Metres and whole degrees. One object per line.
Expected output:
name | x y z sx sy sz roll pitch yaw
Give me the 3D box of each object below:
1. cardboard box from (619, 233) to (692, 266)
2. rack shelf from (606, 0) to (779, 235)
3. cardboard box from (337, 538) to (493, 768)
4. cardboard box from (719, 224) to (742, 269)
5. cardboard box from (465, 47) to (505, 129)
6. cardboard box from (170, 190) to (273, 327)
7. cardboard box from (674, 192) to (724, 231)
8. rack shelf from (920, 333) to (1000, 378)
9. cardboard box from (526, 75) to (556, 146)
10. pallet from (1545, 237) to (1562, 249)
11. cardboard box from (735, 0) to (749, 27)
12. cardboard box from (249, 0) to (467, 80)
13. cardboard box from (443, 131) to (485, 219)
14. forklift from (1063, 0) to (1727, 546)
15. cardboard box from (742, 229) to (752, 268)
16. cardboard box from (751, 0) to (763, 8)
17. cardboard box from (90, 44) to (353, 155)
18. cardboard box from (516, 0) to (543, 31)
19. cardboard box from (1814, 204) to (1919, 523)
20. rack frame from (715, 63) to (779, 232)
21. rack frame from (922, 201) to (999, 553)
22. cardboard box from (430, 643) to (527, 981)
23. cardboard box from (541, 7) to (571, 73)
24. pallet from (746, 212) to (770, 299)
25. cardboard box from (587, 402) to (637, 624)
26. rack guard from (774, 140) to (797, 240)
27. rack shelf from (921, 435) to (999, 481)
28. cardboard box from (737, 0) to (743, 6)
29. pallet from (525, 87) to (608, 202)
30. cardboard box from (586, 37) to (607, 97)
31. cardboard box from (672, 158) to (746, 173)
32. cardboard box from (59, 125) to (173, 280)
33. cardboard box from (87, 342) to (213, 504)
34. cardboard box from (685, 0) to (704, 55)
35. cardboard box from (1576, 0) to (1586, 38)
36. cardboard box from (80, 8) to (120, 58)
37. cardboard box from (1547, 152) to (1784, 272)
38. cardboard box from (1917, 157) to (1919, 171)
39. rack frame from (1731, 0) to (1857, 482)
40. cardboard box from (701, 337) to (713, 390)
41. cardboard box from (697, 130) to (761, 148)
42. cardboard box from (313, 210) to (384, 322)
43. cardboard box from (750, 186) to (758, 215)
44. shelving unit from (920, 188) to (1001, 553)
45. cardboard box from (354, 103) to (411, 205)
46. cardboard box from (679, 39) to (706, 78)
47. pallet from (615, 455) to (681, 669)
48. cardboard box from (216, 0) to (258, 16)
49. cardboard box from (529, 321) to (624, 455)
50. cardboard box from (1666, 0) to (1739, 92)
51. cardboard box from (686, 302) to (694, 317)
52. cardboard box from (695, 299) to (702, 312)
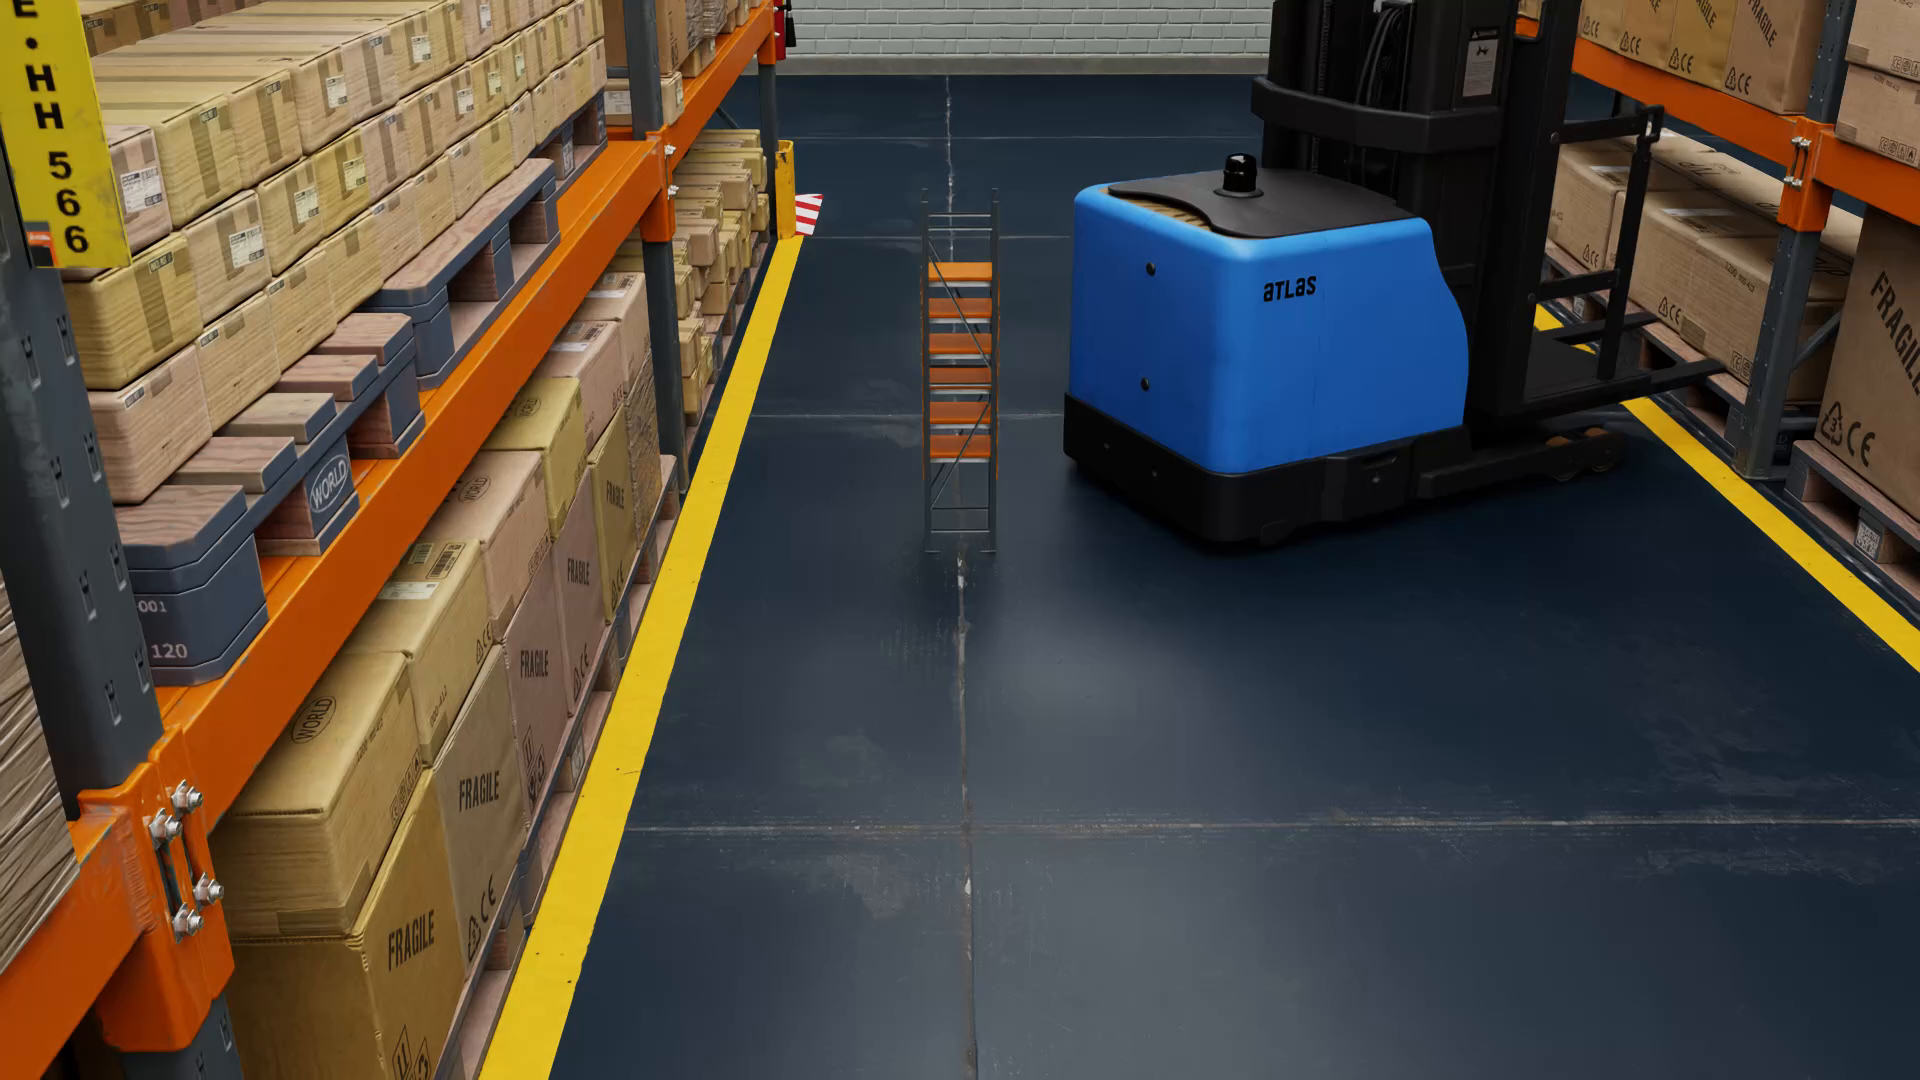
cardboard box | -1.326 -1.180 6.946 0.380 0.149 0.250 -1 24 -2
rack shelf | -1.530 -2.045 7.504 1.077 0.370 4.000 0 24 -1
cardboard box | -1.235 0.212 3.256 0.500 0.250 0.500 -1 24 -1
cardboard box | -1.219 -1.362 7.710 0.380 0.149 0.250 0 24 0
cardboard box | -1.288 -1.054 3.876 0.380 0.149 0.250 0 24 0
cardboard box | -1.274 -0.424 2.482 0.380 0.149 0.250 1 24 2
cardboard box | -1.296 -1.499 7.652 0.380 0.149 0.250 0 24 0
rack shelf | 0.000 -0.610 5.458 0.258 0.103 0.180 0 24 -1
cardboard box | -1.299 -1.149 4.447 0.380 0.149 0.250 -1 24 -3
pallet | 3.484 -1.661 9.166 1.003 0.211 1.213 0 24 -1
cardboard box | -1.256 -2.638 8.248 0.380 0.149 0.250 0 24 1
cardboard box | -1.290 -1.084 3.579 0.380 0.149 0.250 -1 24 -1
cardboard box | -1.285 -0.816 3.709 0.380 0.149 0.250 -1 24 -2
forklift | 1.936 -1.733 6.025 3.031 2.935 1.130 -13 27 -26
cardboard box | -1.235 -1.452 8.270 0.380 0.149 0.250 -1 24 -3
cardboard box | -1.265 -2.949 8.935 0.380 0.149 0.250 0 24 0
cardboard box | -1.282 -0.760 2.864 0.380 0.149 0.250 -1 24 -3
cardboard box | -1.300 -1.406 4.293 0.380 0.149 0.250 0 24 -1
cardboard box | 3.528 -0.580 5.462 0.875 0.875 0.875 0 24 1
rack frame | -1.551 -3.197 9.178 1.000 3.000 0.127 0 24 -1
rack frame | 0.001 -0.503 5.406 0.240 1.200 0.006 0 24 -1
cardboard box | -1.226 0.548 3.423 0.500 0.500 0.500 0 24 0
cardboard box | -1.302 -1.387 4.611 0.380 0.149 0.250 1 24 2
pallet | -1.577 -1.560 8.943 1.003 0.211 1.213 0 24 -1
cardboard box | -1.243 -0.085 4.823 0.500 0.500 0.500 -1 24 -2
rack guard | -1.551 -2.026 9.624 1.175 0.500 0.348 0 24 -1
rack shelf | 0.000 -0.282 5.607 0.258 0.103 0.180 0 24 -1
cardboard box | -1.274 -2.772 7.758 0.500 0.500 0.500 0 24 0
pallet | -1.645 -1.145 4.875 1.003 0.211 1.213 0 24 -1
cardboard box | -1.306 -1.462 5.139 0.380 0.149 0.250 -1 24 -2
cardboard box | -1.278 -1.826 8.375 0.380 0.149 0.250 -1 24 -3
cardboard box | -1.276 -0.441 2.159 0.380 0.149 0.250 0 24 0
cardboard box | -1.267 -0.162 2.264 0.380 0.149 0.250 -1 24 -1
cardboard box | -1.274 -2.138 6.356 0.500 0.500 0.500 0 24 -1
cardboard box | 3.136 -2.689 7.934 0.500 0.500 0.500 0 24 -1
cardboard box | -1.940 -0.981 3.352 0.380 0.149 0.250 1 24 2
cardboard box | 3.523 -1.636 8.326 0.875 0.438 0.875 0 24 1
cardboard box | 3.189 -1.148 4.831 0.500 0.250 0.500 -1 24 -2
rack frame | 3.441 -1.612 5.675 1.000 3.000 0.127 0 24 -1
cardboard box | -1.193 -0.702 6.612 0.380 0.149 0.250 0 24 1
cardboard box | -1.292 -2.143 9.076 0.380 0.149 0.250 0 24 0
cardboard box | -1.278 -0.495 3.000 0.380 0.149 0.250 1 24 2
cardboard box | -1.253 -1.794 8.666 0.380 0.149 0.250 -1 24 -3
shelving unit | 0.000 -0.541 5.490 0.258 1.200 0.189 0 24 -1
cardboard box | -1.285 -0.741 3.182 0.380 0.149 0.250 0 24 0
cardboard box | -1.251 -1.984 6.802 0.380 0.149 0.250 0 24 0
pallet | -1.498 0.043 5.399 1.003 0.211 1.213 0 24 -1
cardboard box | -1.950 -1.303 4.064 0.380 0.149 0.250 0 24 -1
cardboard box | -1.255 -0.425 4.663 0.500 0.250 0.500 1 24 2
cardboard box | 3.169 -2.060 6.543 0.500 0.500 0.500 -1 24 -2
cardboard box | -1.323 -1.042 7.004 0.380 0.149 0.250 -1 24 -3
cardboard box | -1.339 -1.019 7.313 0.380 0.149 0.250 -1 24 -3
